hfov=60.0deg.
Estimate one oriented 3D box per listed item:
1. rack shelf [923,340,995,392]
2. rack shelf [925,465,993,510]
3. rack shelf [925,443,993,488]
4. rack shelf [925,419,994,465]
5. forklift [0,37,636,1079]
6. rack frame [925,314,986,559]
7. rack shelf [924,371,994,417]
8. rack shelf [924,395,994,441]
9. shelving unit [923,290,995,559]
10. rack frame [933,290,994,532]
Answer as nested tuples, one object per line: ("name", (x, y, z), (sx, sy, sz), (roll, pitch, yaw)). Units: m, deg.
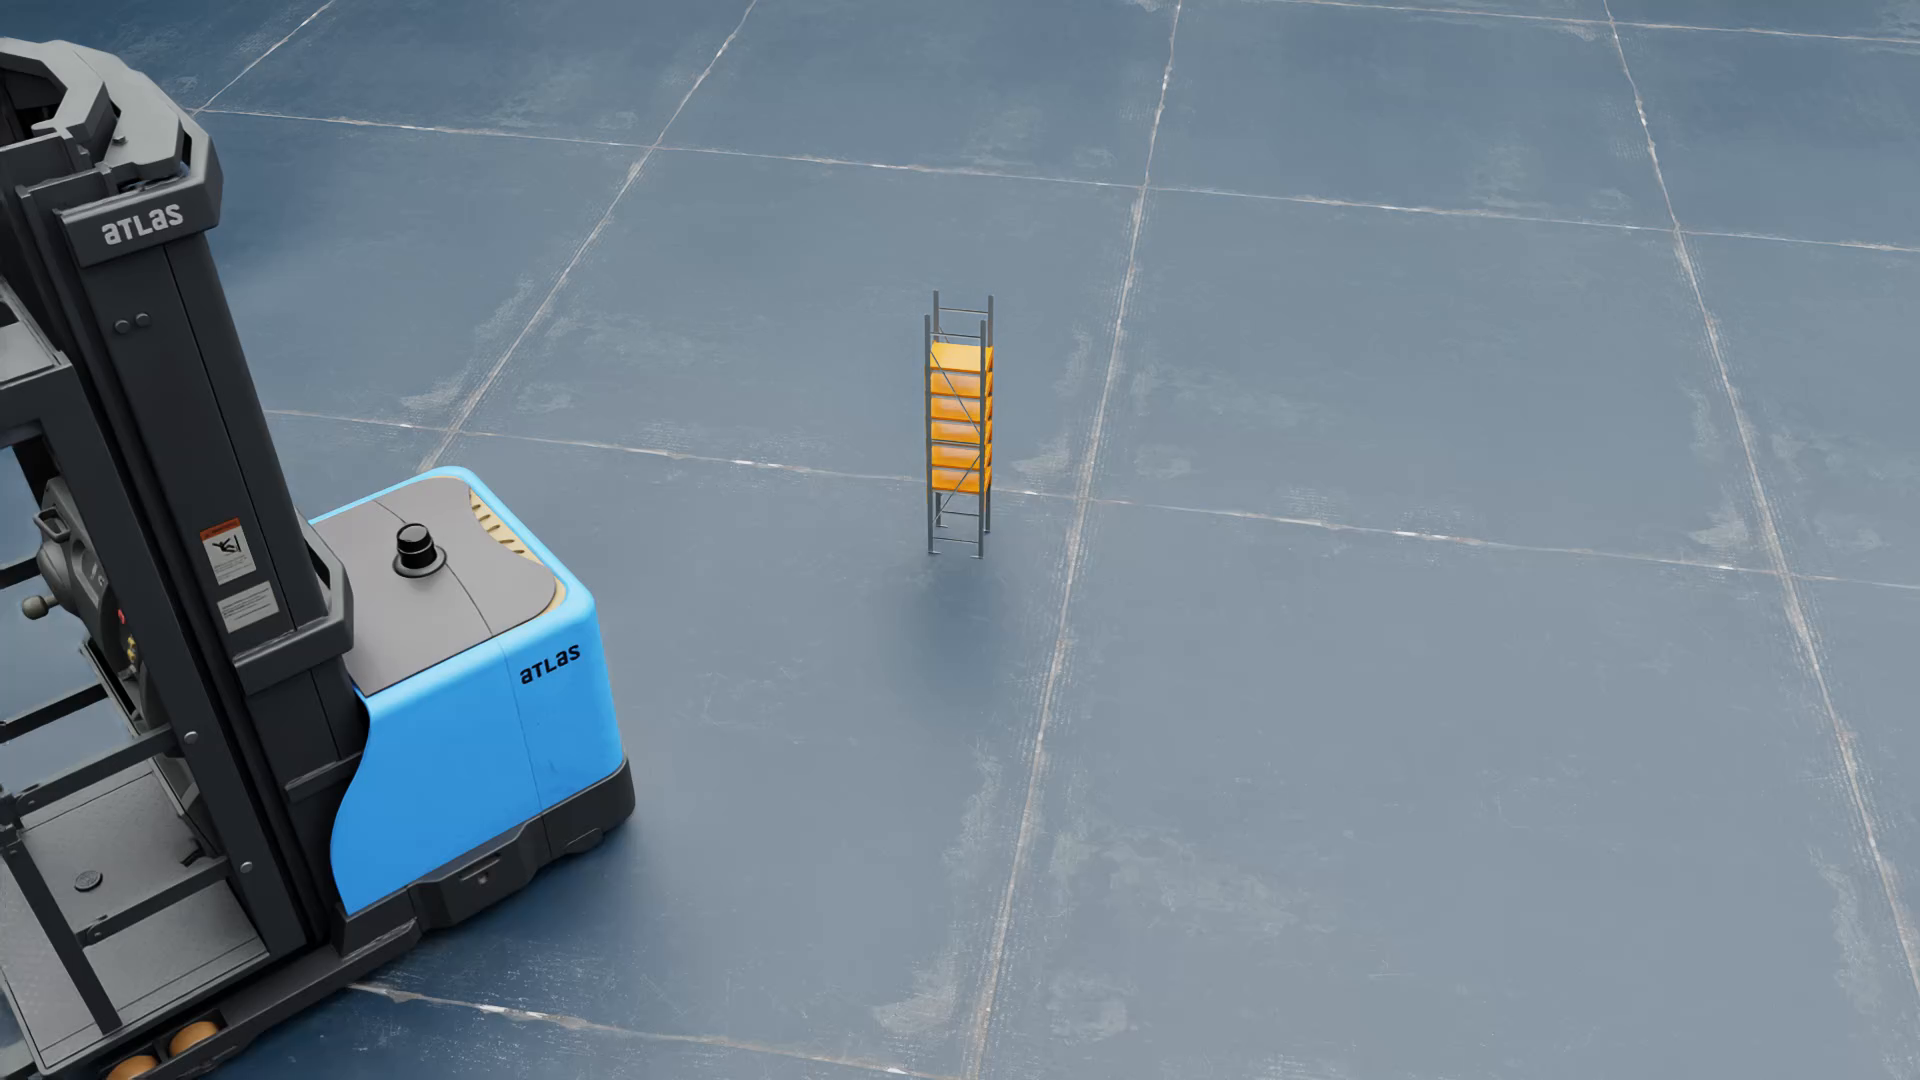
("rack shelf", (-0.002, -0.697, 6.656), (0.258, 0.103, 0.180), (6, 40, 8))
("rack shelf", (-0.003, -0.234, 7.038), (0.258, 0.103, 0.180), (6, 40, 8))
("rack shelf", (-0.003, -0.327, 6.961), (0.258, 0.103, 0.180), (6, 40, 8))
("rack shelf", (-0.002, -0.419, 6.885), (0.258, 0.103, 0.180), (6, 40, 8))
("forklift", (-2.628, 0.242, 4.657), (3.031, 2.935, 1.130), (-28, 47, -29))
("rack frame", (-0.018, -0.396, 6.787), (0.240, 1.200, 0.006), (6, 40, 8))
("rack shelf", (-0.002, -0.604, 6.732), (0.258, 0.103, 0.180), (6, 40, 8))
("rack shelf", (-0.002, -0.512, 6.809), (0.258, 0.103, 0.180), (6, 40, 8))
("shelving unit", (-0.002, -0.453, 6.857), (0.258, 1.200, 0.189), (6, 40, 8))
("rack frame", (0.013, -0.511, 6.926), (0.240, 1.200, 0.006), (6, 40, 8))
